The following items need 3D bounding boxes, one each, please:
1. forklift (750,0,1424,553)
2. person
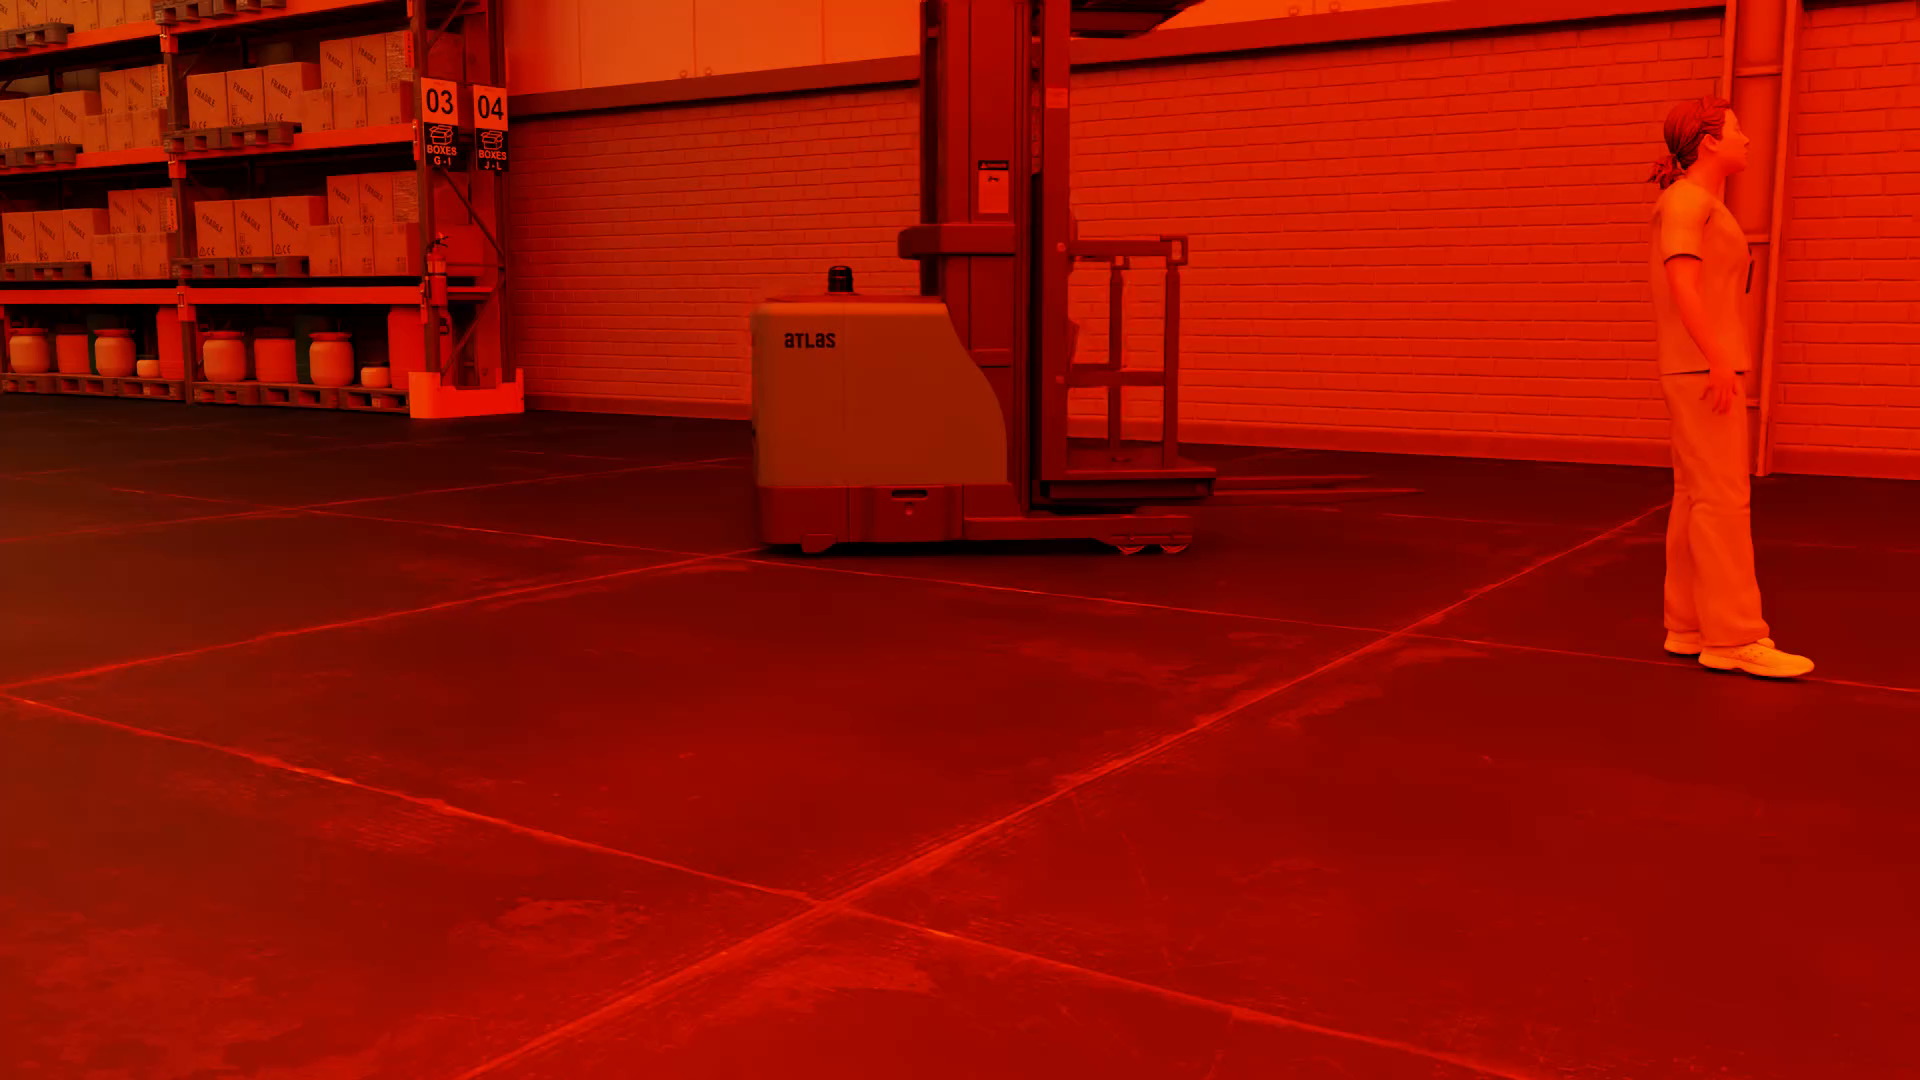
[{"bbox_3d":[0.571,-1.466,7.503,3.031,2.935,1.130,-1,8,-9],"label":"forklift"},{"bbox_3d":[2.294,-0.476,4.949,0.549,1.674,0.549,4,9,27],"label":"person"}]
